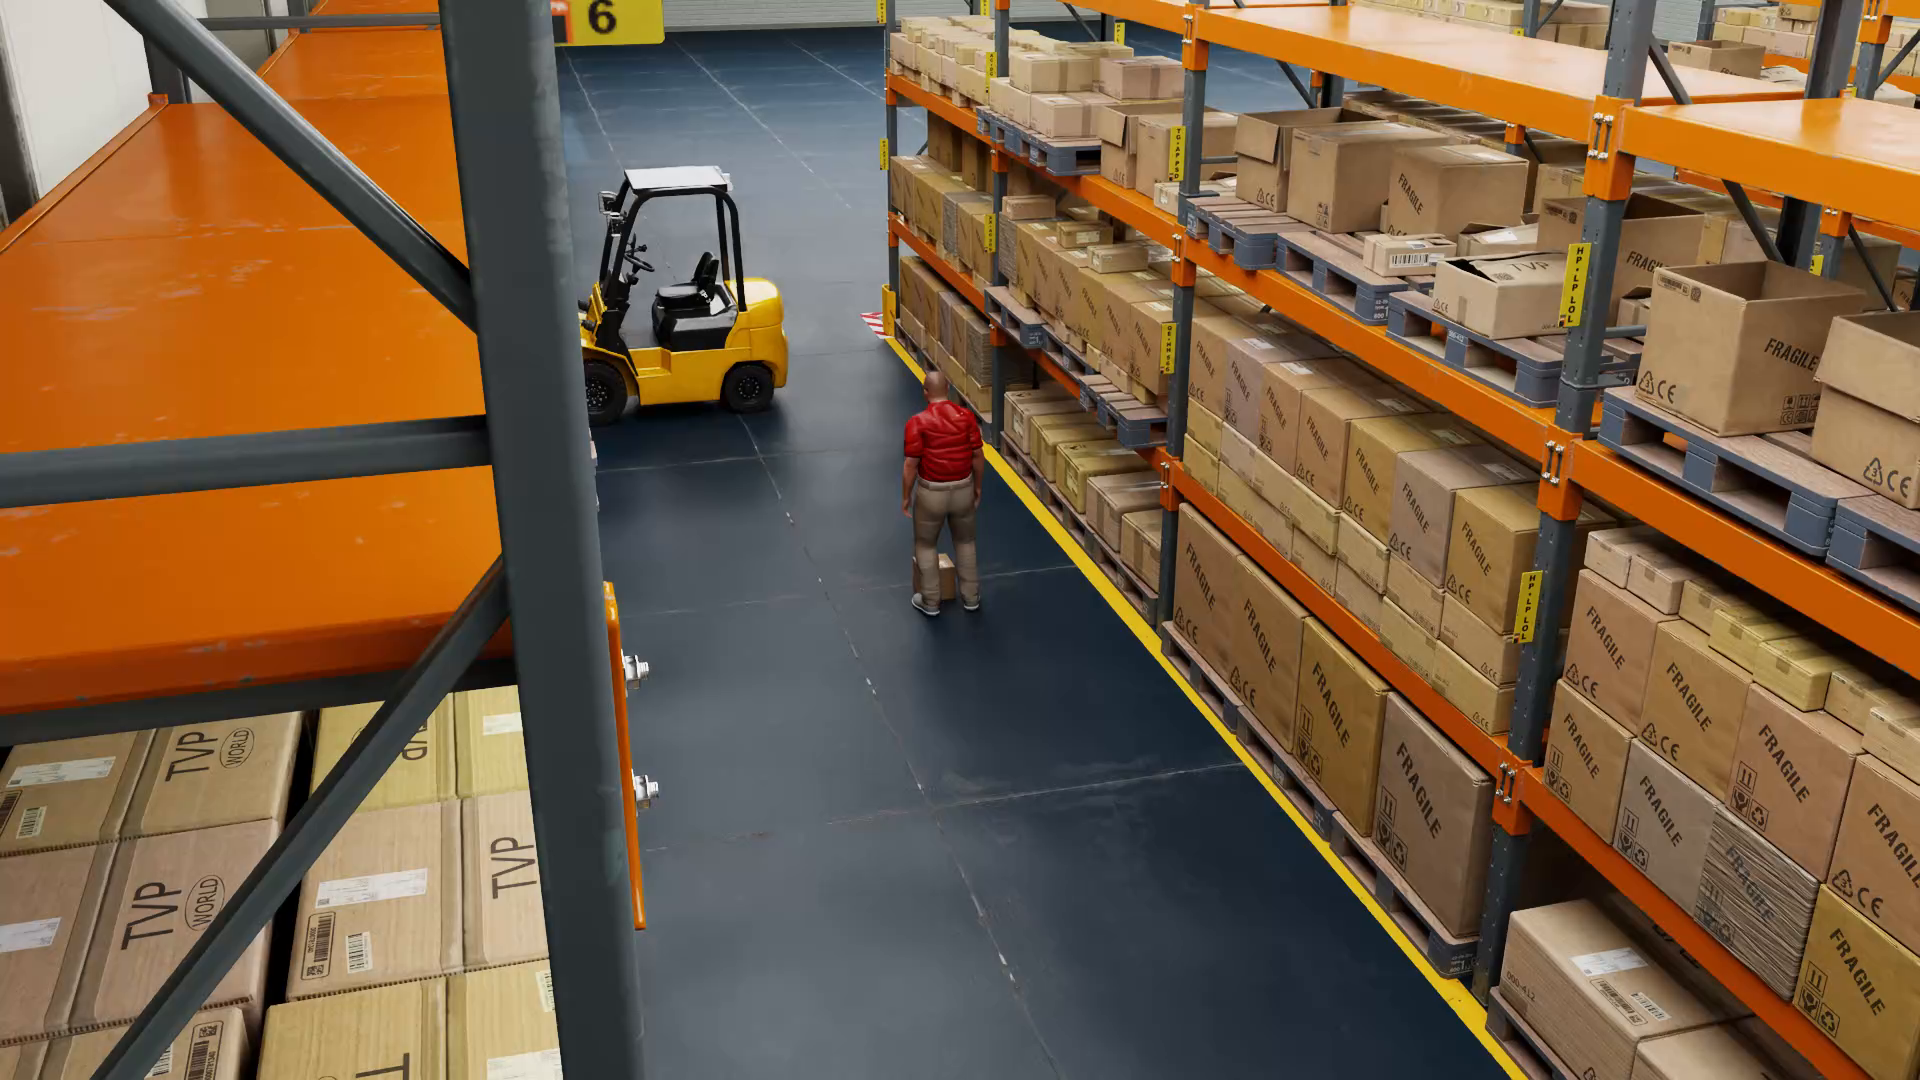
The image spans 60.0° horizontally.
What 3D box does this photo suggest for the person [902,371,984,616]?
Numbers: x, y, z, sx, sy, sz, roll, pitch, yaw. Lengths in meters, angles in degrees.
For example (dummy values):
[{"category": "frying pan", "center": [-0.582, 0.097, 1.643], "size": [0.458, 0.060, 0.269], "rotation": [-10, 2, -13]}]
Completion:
[{"category": "person", "center": [-0.116, -0.315, 11.431], "size": [0.603, 1.726, 0.394], "rotation": [-8, 24, -18]}]
